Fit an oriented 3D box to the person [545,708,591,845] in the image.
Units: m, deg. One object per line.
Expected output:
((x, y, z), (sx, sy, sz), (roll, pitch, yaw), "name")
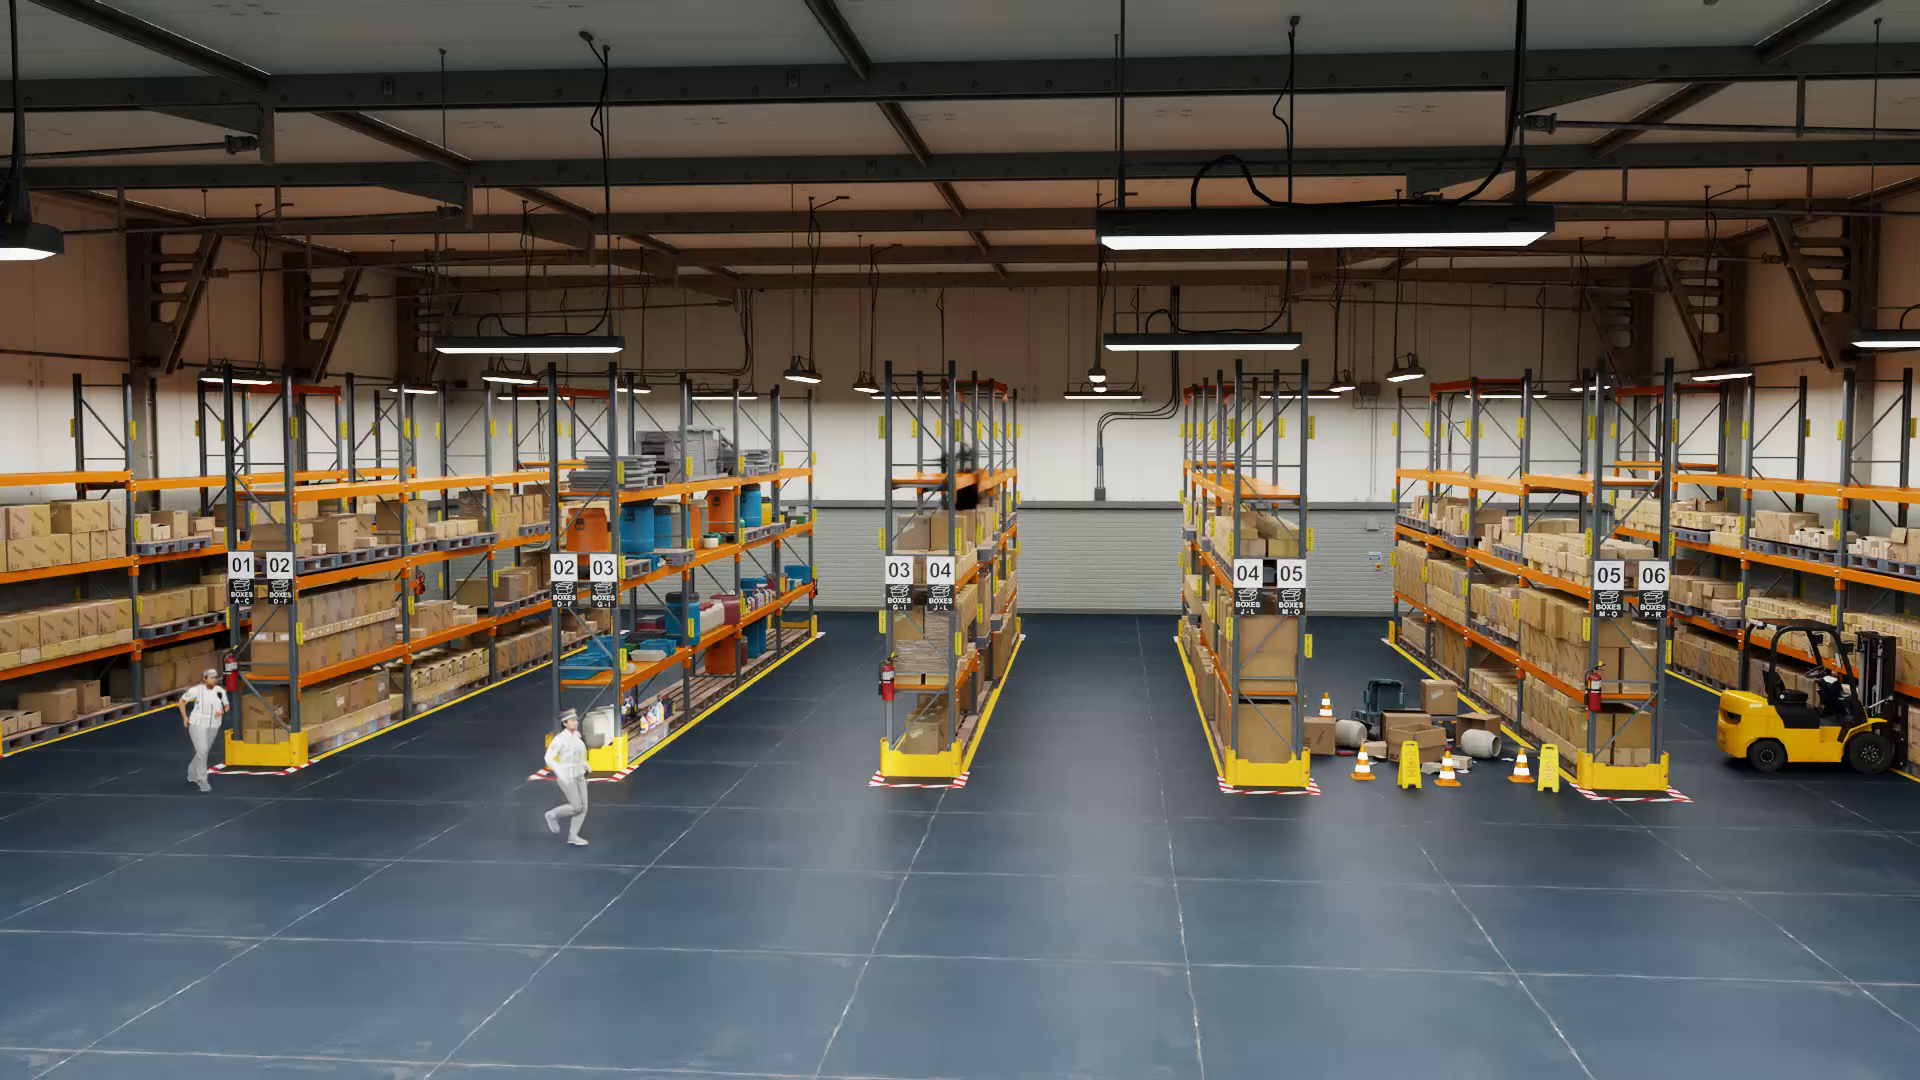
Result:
((-4.738, 2.852, 20.125), (0.567, 1.651, 0.629), (2, 4, 24), "person")

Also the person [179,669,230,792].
((-10.614, 2.646, 23.448), (0.897, 1.646, 0.625), (3, 5, 41), "person")
